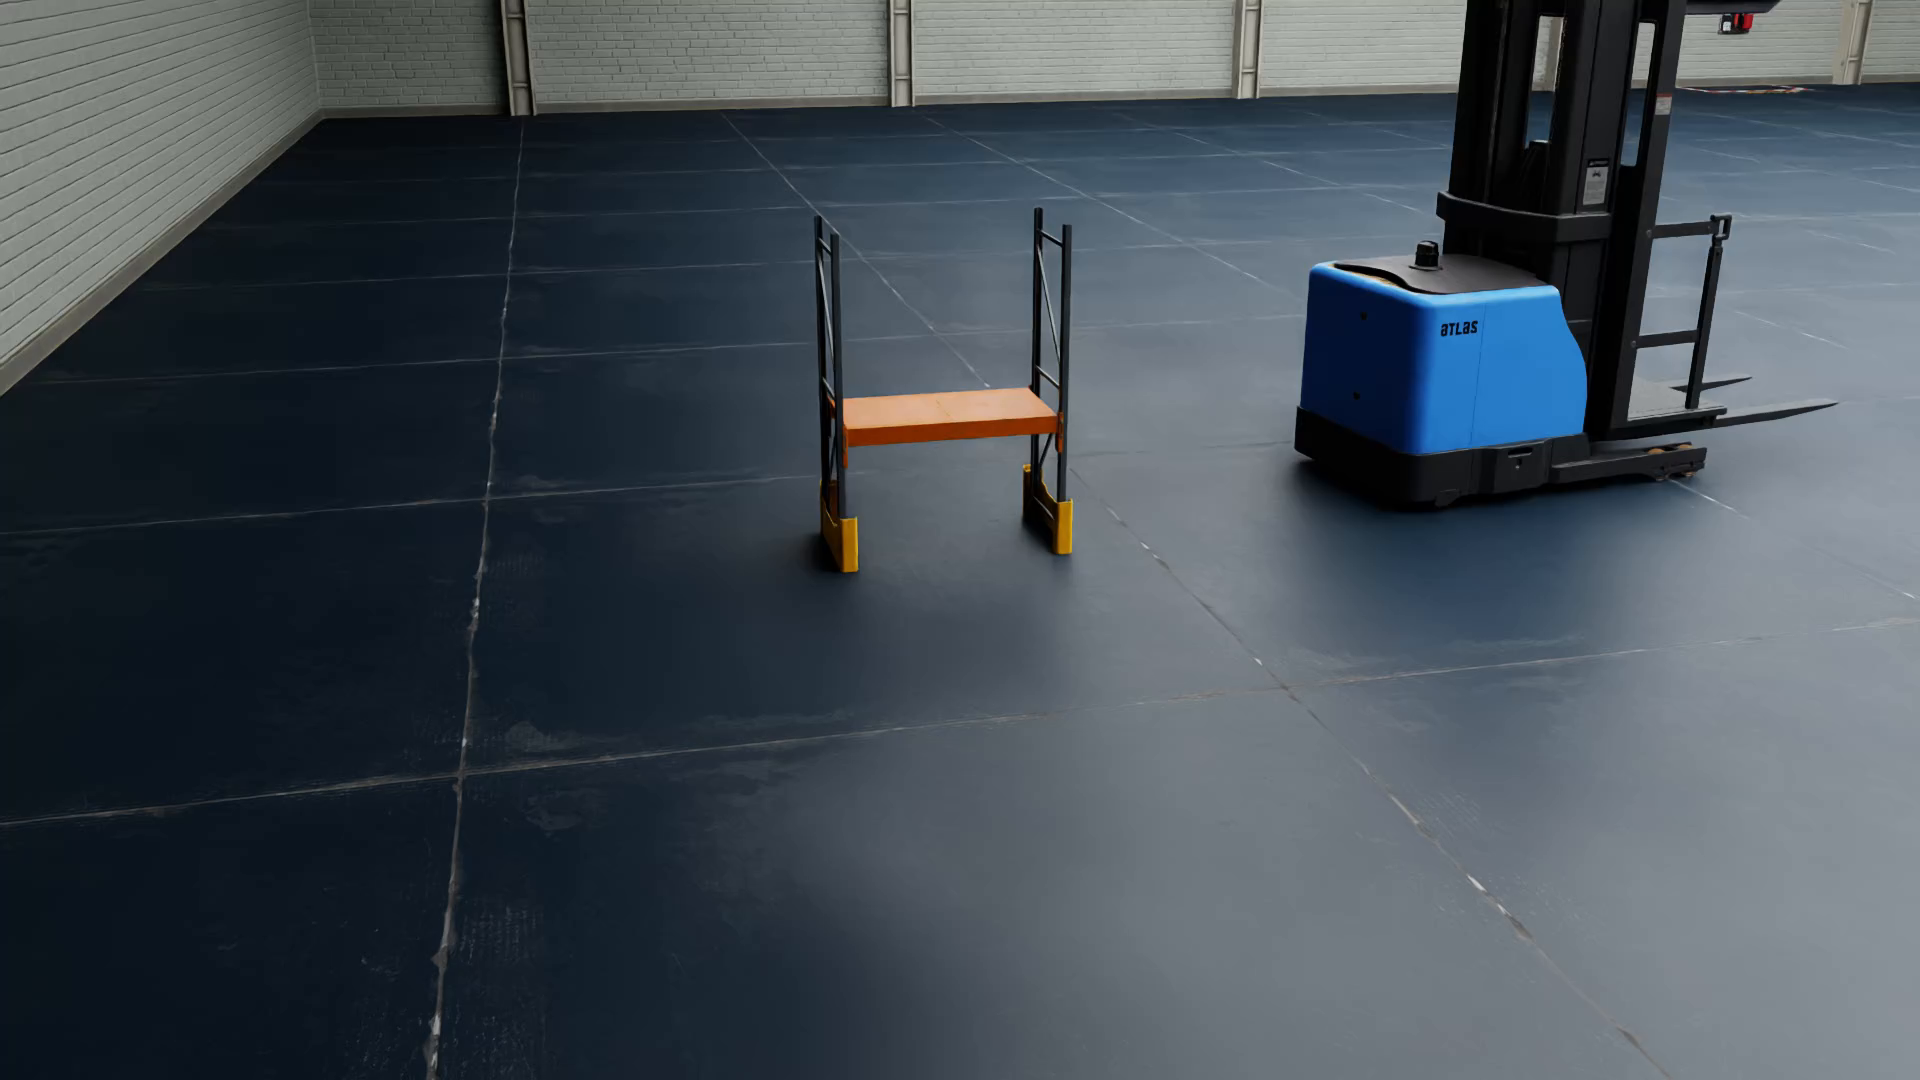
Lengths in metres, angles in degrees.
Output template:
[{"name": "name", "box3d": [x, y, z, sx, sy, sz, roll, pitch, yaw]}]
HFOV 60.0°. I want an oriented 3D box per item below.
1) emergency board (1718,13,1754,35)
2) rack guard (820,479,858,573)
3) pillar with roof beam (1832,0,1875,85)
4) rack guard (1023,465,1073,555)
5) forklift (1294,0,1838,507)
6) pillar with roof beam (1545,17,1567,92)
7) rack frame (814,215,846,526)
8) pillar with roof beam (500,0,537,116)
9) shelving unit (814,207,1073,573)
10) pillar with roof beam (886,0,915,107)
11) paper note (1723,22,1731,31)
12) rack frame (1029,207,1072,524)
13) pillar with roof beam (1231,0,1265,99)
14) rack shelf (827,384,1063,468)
[{"name": "emergency board", "box3d": [14.147, -9.754, 30.082, 0.643, 1.169, 0.194, -5, 21, -12]}, {"name": "rack guard", "box3d": [-0.559, -0.072, 7.648, 0.087, 0.250, 0.587, -5, 21, -12]}, {"name": "pillar with roof beam", "box3d": [17.551, -11.313, 25.615, 0.400, 9.000, 9.100, -5, 21, -12]}, {"name": "rack guard", "box3d": [0.410, -0.151, 7.863, 0.087, 0.250, 0.587, -5, 21, -12]}, {"name": "forklift", "box3d": [3.366, -1.844, 8.589, 3.031, 2.935, 1.130, -8, 22, -21]}, {"name": "pillar with roof beam", "box3d": [11.712, -10.838, 24.319, 0.400, 9.000, 9.100, -5, 21, -12]}, {"name": "rack frame", "box3d": [-0.578, -0.657, 7.428, 0.032, 1.500, 0.500, -5, 21, -12]}, {"name": "pillar with roof beam", "box3d": [-5.805, -9.413, 20.429, 0.400, 9.000, 9.100, -5, 21, -12]}, {"name": "shelving unit", "box3d": [-0.074, -0.698, 7.540, 1.083, 1.500, 0.587, -5, 21, -12]}, {"name": "pillar with roof beam", "box3d": [0.034, -9.888, 21.726, 0.400, 9.000, 9.100, -5, 21, -12]}, {"name": "paper note", "box3d": [13.959, -9.350, 30.258, 0.142, 0.148, 0.016, -5, 21, -12]}, {"name": "rack frame", "box3d": [0.412, -0.738, 7.648, 0.032, 1.500, 0.500, -5, 21, -12]}, {"name": "pillar with roof beam", "box3d": [5.873, -10.363, 23.022, 0.400, 9.000, 9.100, -5, 21, -12]}, {"name": "rack shelf", "box3d": [-0.083, -0.529, 7.600, 1.000, 0.185, 0.538, -5, 21, -12]}]
